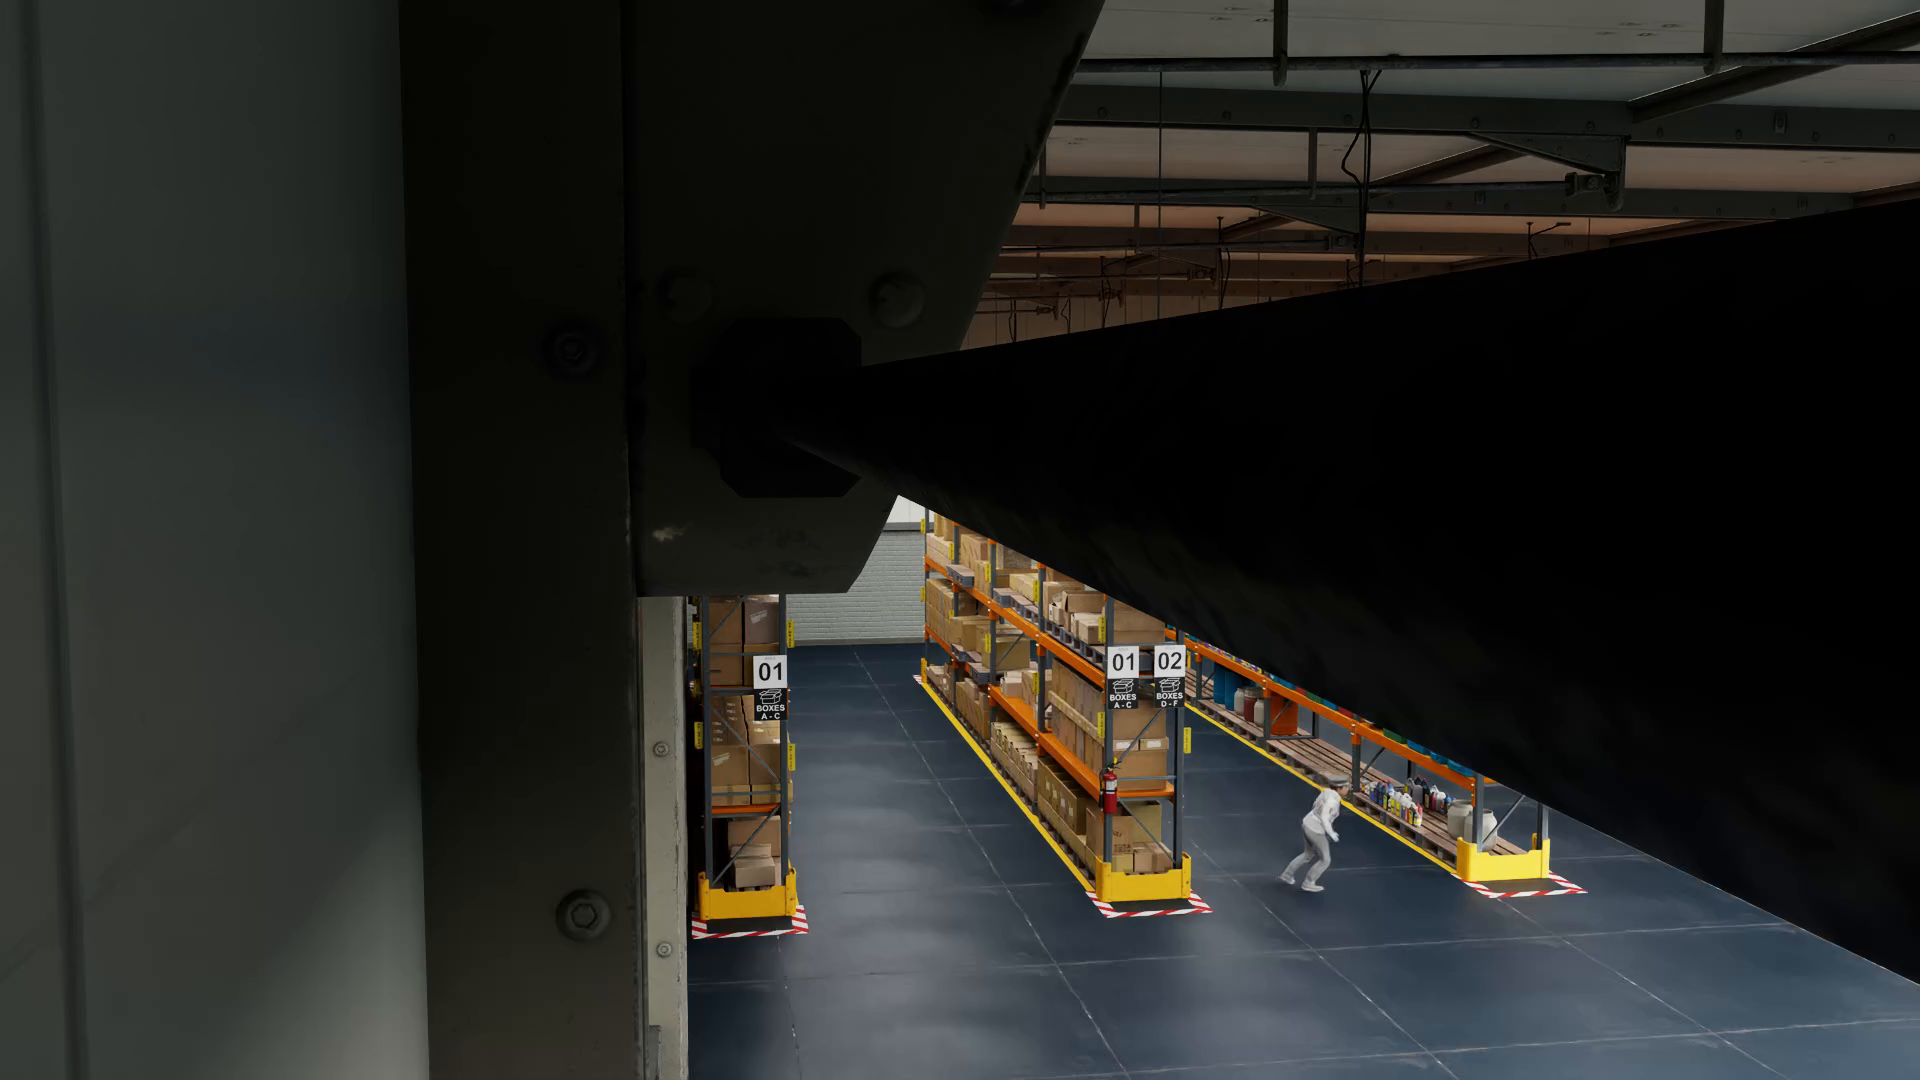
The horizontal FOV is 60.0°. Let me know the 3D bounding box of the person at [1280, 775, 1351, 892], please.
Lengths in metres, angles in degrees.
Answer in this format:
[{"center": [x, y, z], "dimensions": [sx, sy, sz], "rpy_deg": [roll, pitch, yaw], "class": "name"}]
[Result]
[{"center": [4.509, 3.718, 21.123], "dimensions": [0.834, 1.520, 0.608], "rpy_deg": [0, 5, 1], "class": "person"}]
